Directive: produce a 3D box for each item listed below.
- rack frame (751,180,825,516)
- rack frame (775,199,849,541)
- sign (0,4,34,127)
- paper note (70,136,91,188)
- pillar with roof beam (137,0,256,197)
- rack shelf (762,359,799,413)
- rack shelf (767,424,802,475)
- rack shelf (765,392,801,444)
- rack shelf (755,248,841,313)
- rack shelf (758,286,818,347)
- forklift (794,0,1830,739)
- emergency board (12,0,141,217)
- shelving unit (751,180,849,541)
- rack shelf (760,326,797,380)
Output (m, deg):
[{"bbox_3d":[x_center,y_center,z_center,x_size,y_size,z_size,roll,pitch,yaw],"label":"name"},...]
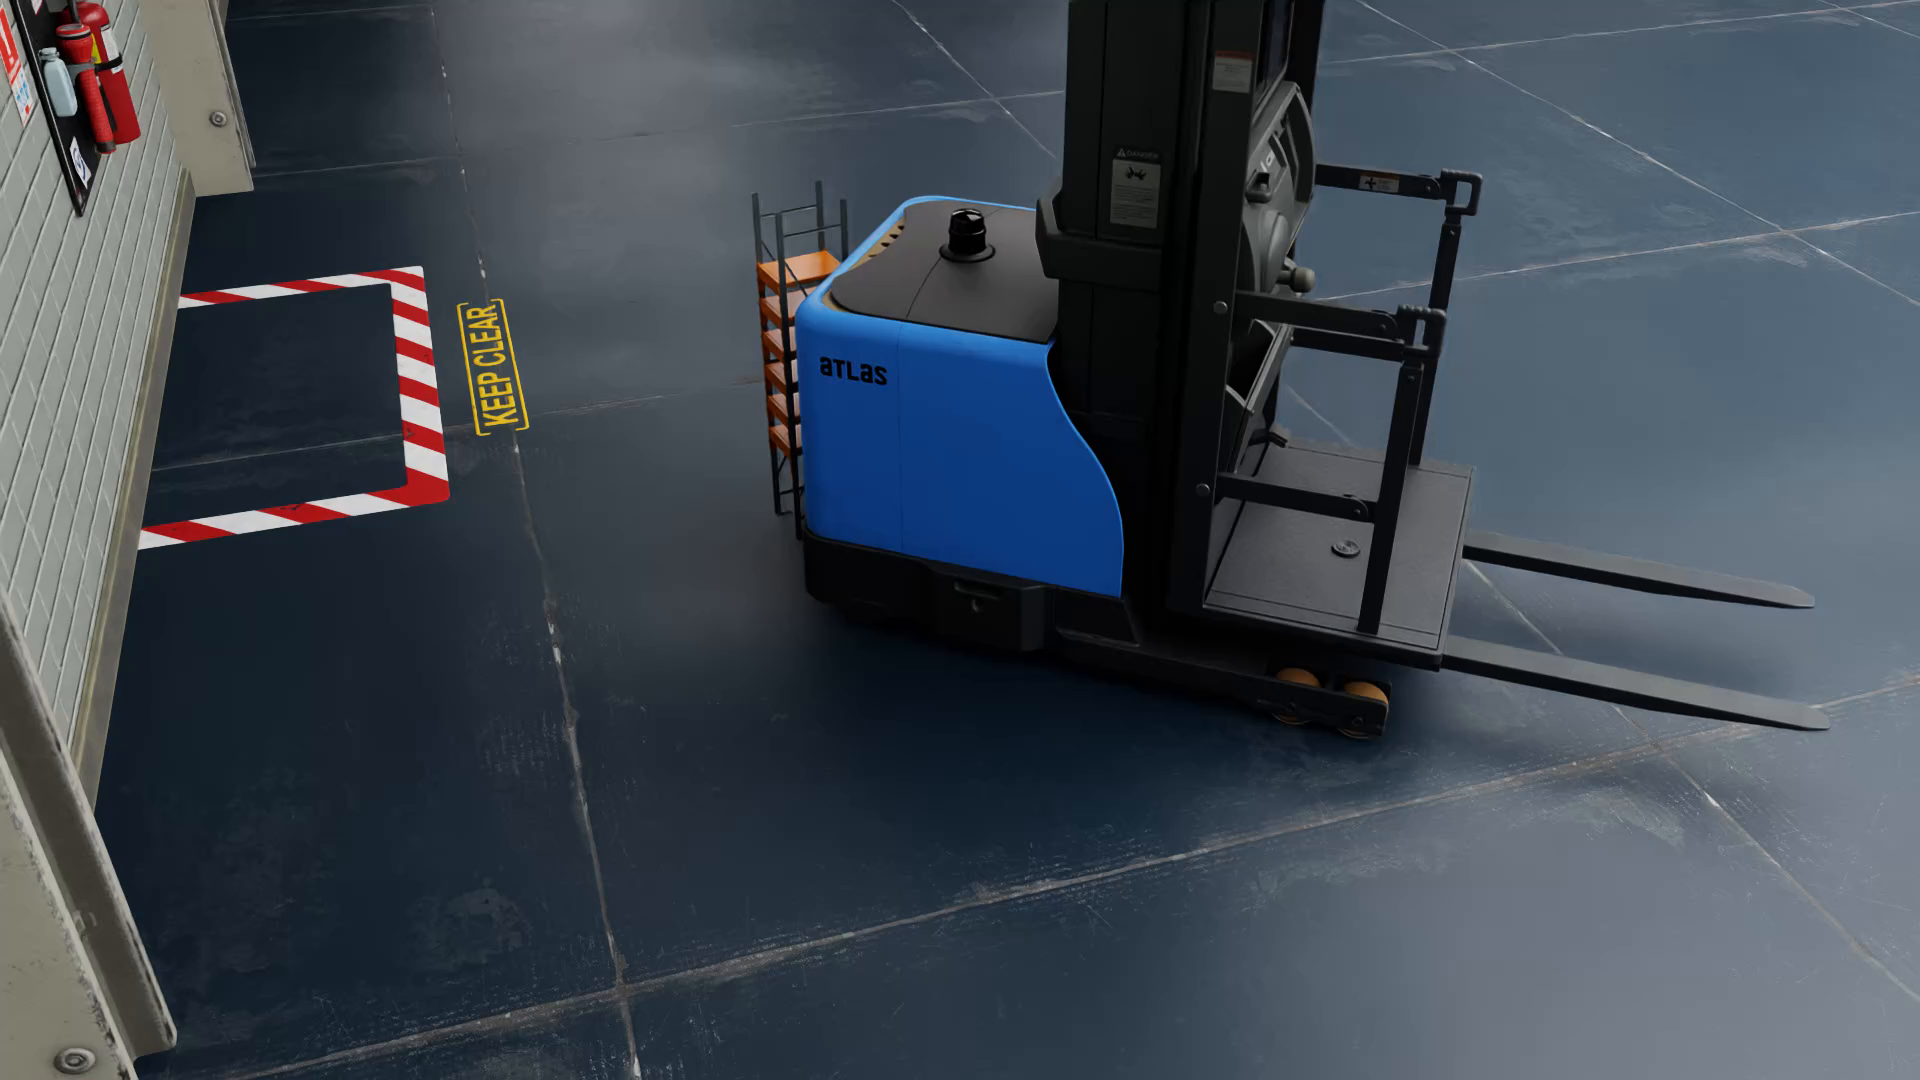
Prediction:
[{"bbox_3d":[-0.548,-0.619,5.598,0.240,1.200,0.006,-17,37,-24],"label":"rack frame"},{"bbox_3d":[-0.460,-0.531,5.464,0.240,1.200,0.006,-17,37,-24],"label":"rack frame"},{"bbox_3d":[-3.002,-1.505,5.274,0.001,0.329,0.234,-10,35,-15],"label":"sign"},{"bbox_3d":[-3.085,-1.325,5.834,0.016,0.148,0.142,-10,35,-15],"label":"paper note"},{"bbox_3d":[0.309,-6.328,7.164,9.100,9.000,0.400,-10,35,-15],"label":"pillar with roof beam"},{"bbox_3d":[-0.504,-0.538,5.556,0.258,0.103,0.180,-17,37,-24],"label":"rack shelf"},{"bbox_3d":[-0.504,-0.338,5.688,0.258,0.103,0.180,-17,37,-24],"label":"rack shelf"},{"bbox_3d":[-0.504,-0.438,5.622,0.258,0.103,0.180,-17,37,-24],"label":"rack shelf"},{"bbox_3d":[-0.504,-0.838,5.358,0.258,0.103,0.180,-17,37,-24],"label":"rack shelf"},{"bbox_3d":[-0.504,-0.738,5.424,0.258,0.103,0.180,-17,37,-24],"label":"rack shelf"},{"bbox_3d":[1.073,-0.972,4.563,3.031,2.935,1.130,11,35,16],"label":"forklift"},{"bbox_3d":[-3.073,-1.797,5.749,0.194,1.169,0.643,-10,35,-15],"label":"emergency board"},{"bbox_3d":[-0.504,-0.575,5.531,0.258,1.200,0.189,-17,37,-24],"label":"shelving unit"},{"bbox_3d":[-0.504,-0.638,5.490,0.258,0.103,0.180,-17,37,-24],"label":"rack shelf"}]
